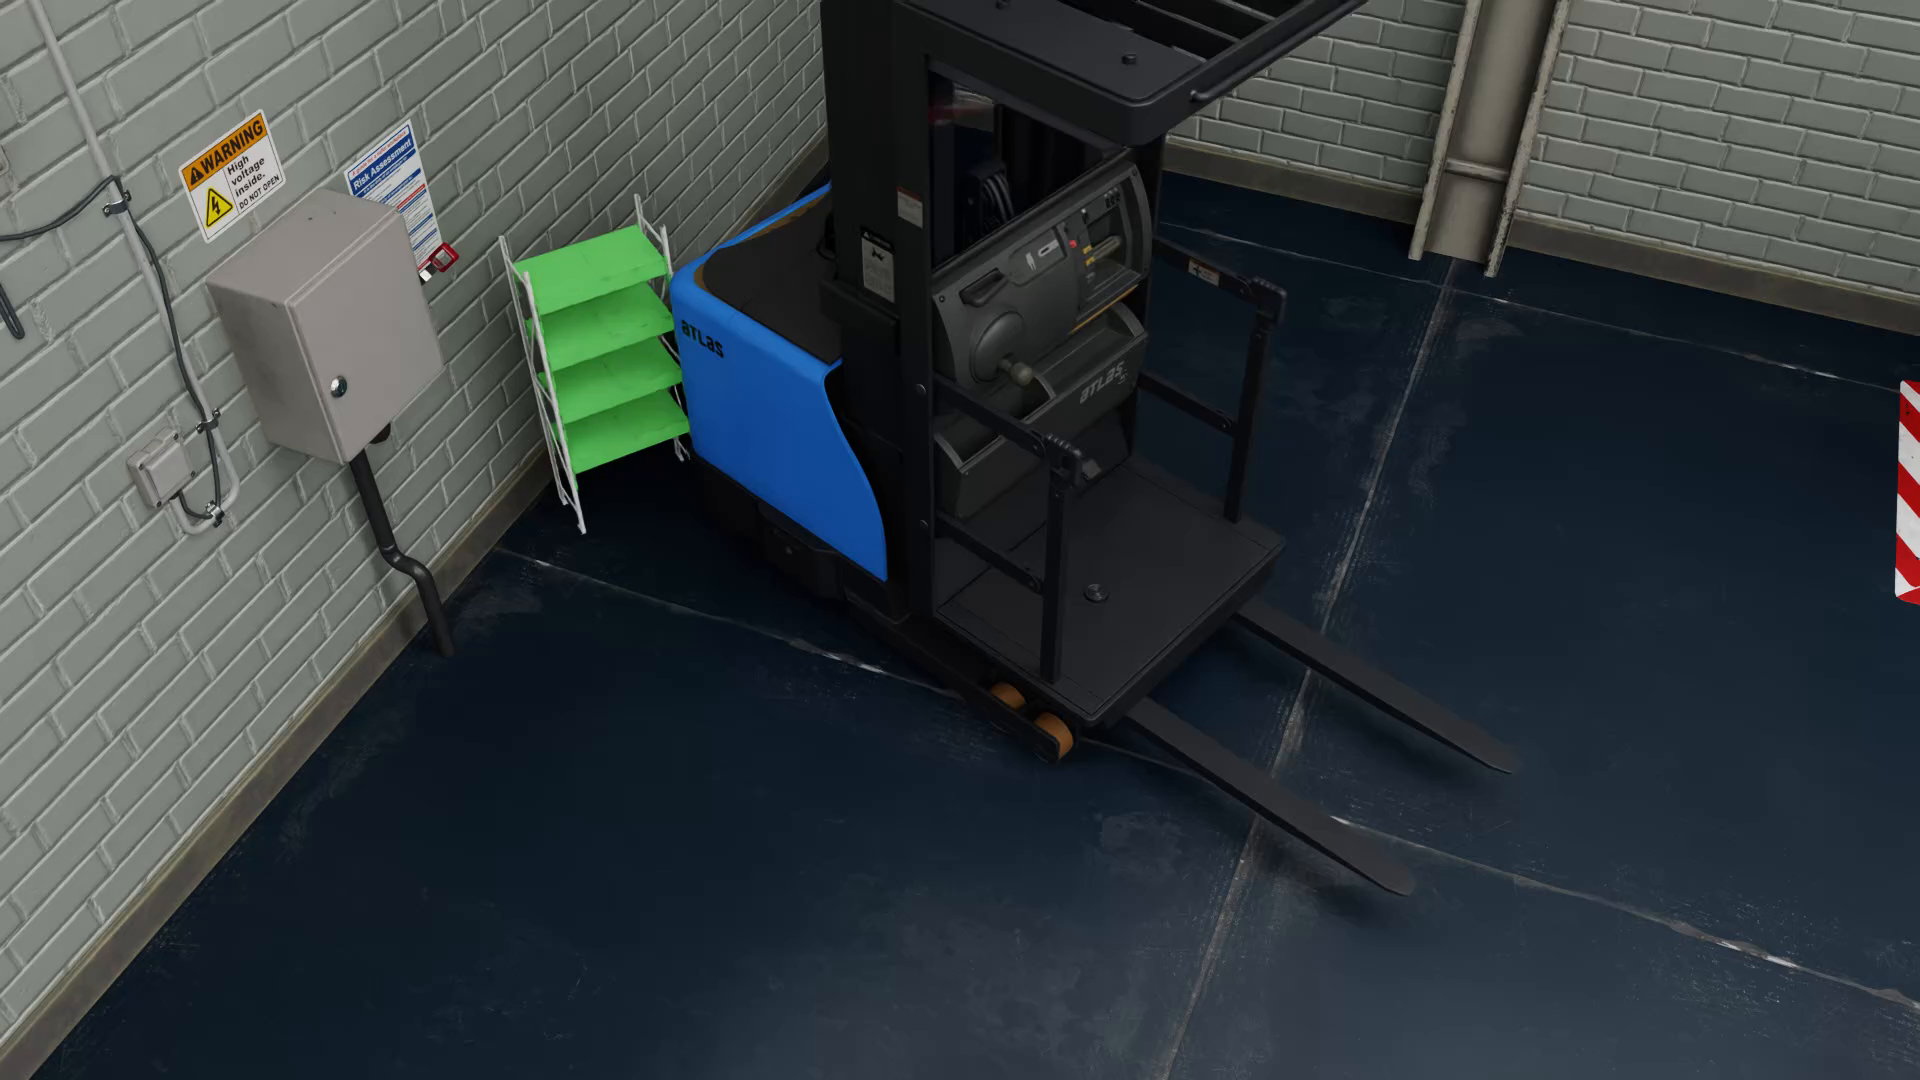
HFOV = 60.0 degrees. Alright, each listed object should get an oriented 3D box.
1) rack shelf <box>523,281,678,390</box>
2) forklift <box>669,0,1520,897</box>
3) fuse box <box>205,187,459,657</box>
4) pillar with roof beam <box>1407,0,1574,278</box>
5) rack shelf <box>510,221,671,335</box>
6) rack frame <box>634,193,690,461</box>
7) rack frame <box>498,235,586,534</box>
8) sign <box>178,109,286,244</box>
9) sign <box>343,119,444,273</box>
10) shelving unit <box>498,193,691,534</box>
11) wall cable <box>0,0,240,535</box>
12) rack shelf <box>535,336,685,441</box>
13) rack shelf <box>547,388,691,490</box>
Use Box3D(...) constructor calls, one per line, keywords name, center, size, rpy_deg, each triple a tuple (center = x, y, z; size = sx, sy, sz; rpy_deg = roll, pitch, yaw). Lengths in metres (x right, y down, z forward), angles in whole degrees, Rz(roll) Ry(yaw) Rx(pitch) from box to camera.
Box3D(name="rack shelf", center=(-1.270, -0.736, 5.889), size=(0.480, 0.148, 0.258), rpy_deg=(-23, 49, -22))
Box3D(name="forklift", center=(0.422, -0.726, 4.902), size=(3.031, 2.935, 1.130), rpy_deg=(33, 53, 29))
Box3D(name="fuse box", center=(-1.768, -0.224, 5.262), size=(0.414, 1.711, 0.539), rpy_deg=(16, 47, 16))
Box3D(name="pillar with roof beam", center=(0.611, -1.712, 1.591), size=(0.400, 9.000, 9.100), rpy_deg=(16, 47, 16))
Box3D(name="rack shelf", center=(-1.270, -0.906, 5.720), size=(0.480, 0.148, 0.258), rpy_deg=(-23, 49, -22))
Box3D(name="rack frame", center=(-1.061, -0.700, 6.103), size=(0.015, 1.200, 0.240), rpy_deg=(-23, 49, -22))
Box3D(name="rack frame", center=(-1.479, -0.522, 5.924), size=(0.015, 1.200, 0.240), rpy_deg=(-23, 49, -22))
Box3D(name="sign", center=(-1.980, -0.994, 4.537), size=(0.001, 0.242, 0.339), rpy_deg=(16, 47, 16))
Box3D(name="sign", center=(-1.769, -1.025, 5.221), size=(0.001, 0.494, 0.329), rpy_deg=(16, 47, 16))
Box3D(name="shelving unit", center=(-1.270, -0.611, 6.013), size=(0.503, 1.200, 0.258), rpy_deg=(-23, 49, -22))
Box3D(name="wall cable", center=(-2.176, -0.640, 4.046), size=(0.122, 1.984, 0.588), rpy_deg=(16, 47, 16))
Box3D(name="rack shelf", center=(-1.270, -0.566, 6.058), size=(0.480, 0.148, 0.258), rpy_deg=(-23, 49, -22))
Box3D(name="rack shelf", center=(-1.270, -0.396, 6.228), size=(0.480, 0.148, 0.258), rpy_deg=(-23, 49, -22))
